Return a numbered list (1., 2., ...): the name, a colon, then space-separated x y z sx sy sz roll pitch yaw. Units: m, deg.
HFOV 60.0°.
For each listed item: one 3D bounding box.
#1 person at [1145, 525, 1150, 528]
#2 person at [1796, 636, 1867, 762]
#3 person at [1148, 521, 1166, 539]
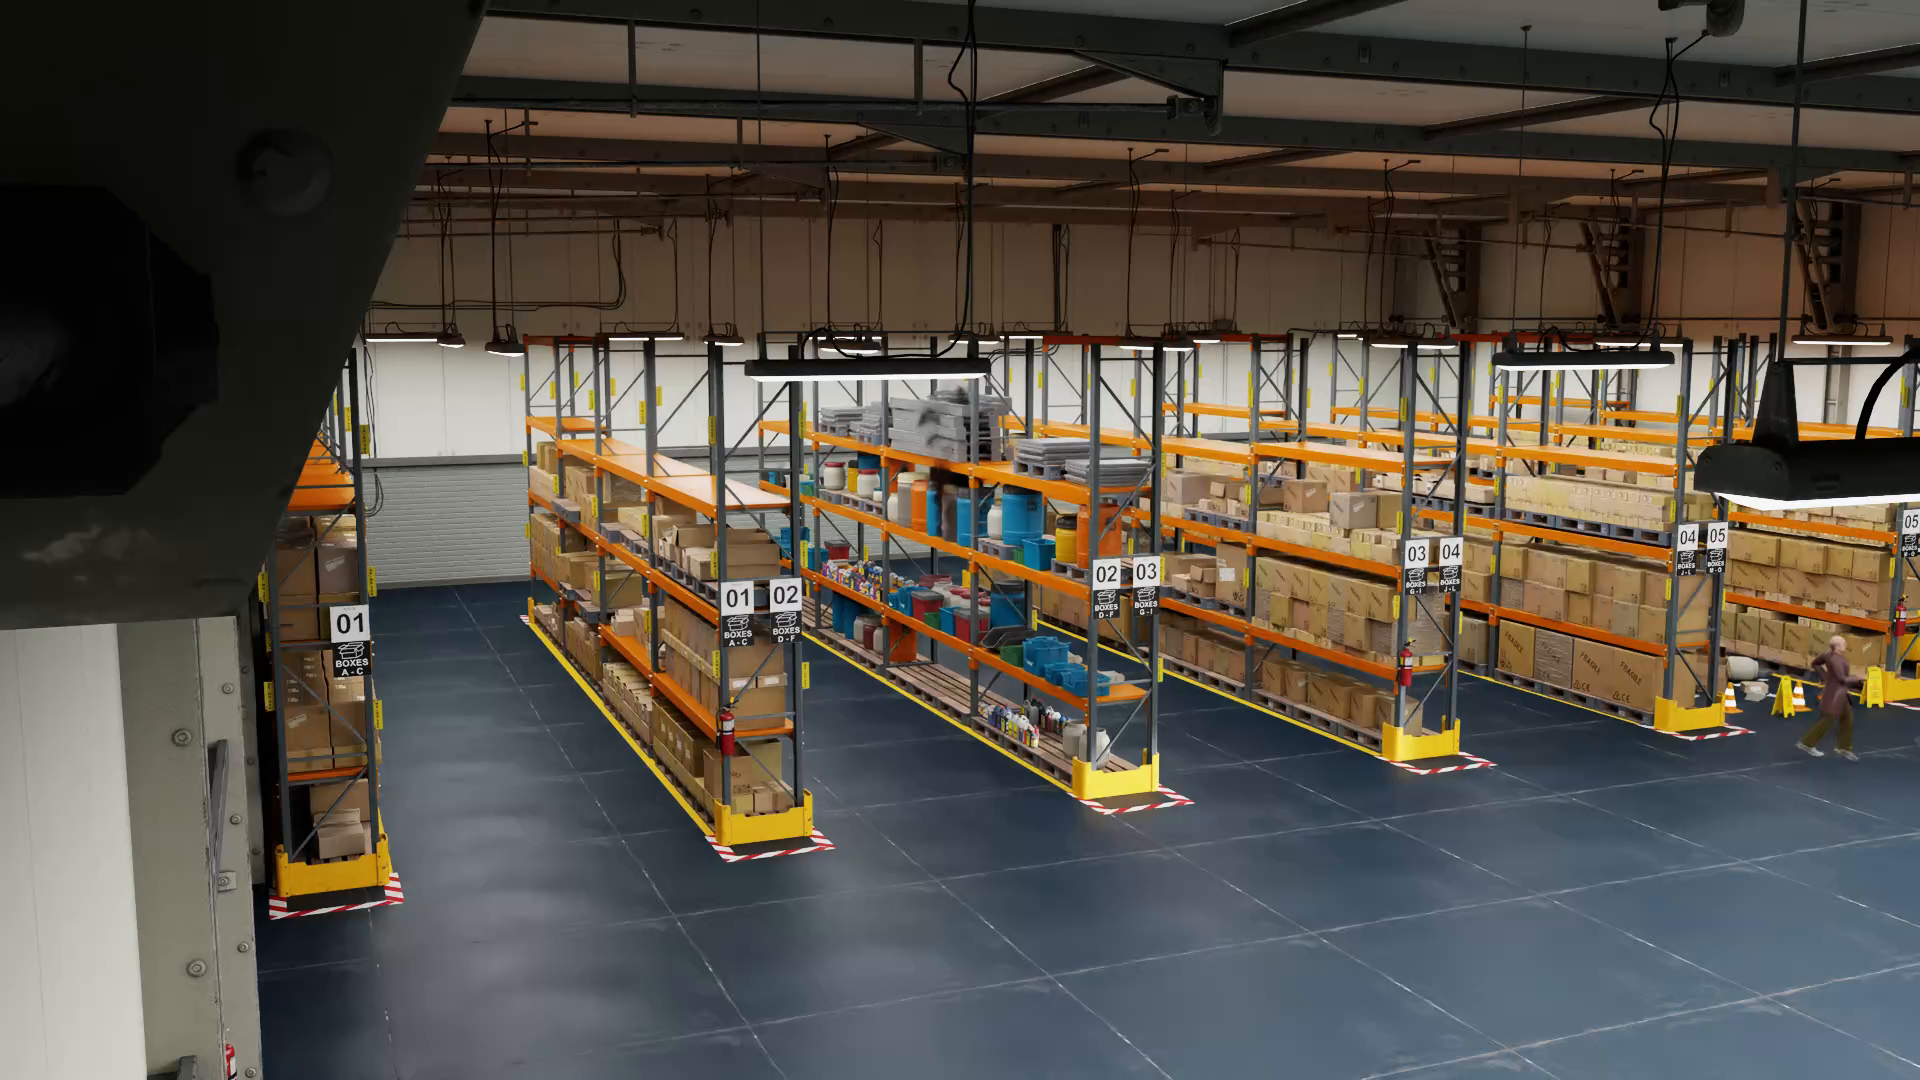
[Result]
1. person: 4.331 0.469 37.992 0.616 1.658 0.543 -3 8 -19
2. person: 12.518 2.277 23.866 0.844 1.838 0.675 4 8 26
3. person: 4.829 -0.076 41.865 0.957 1.682 0.855 1 8 8
